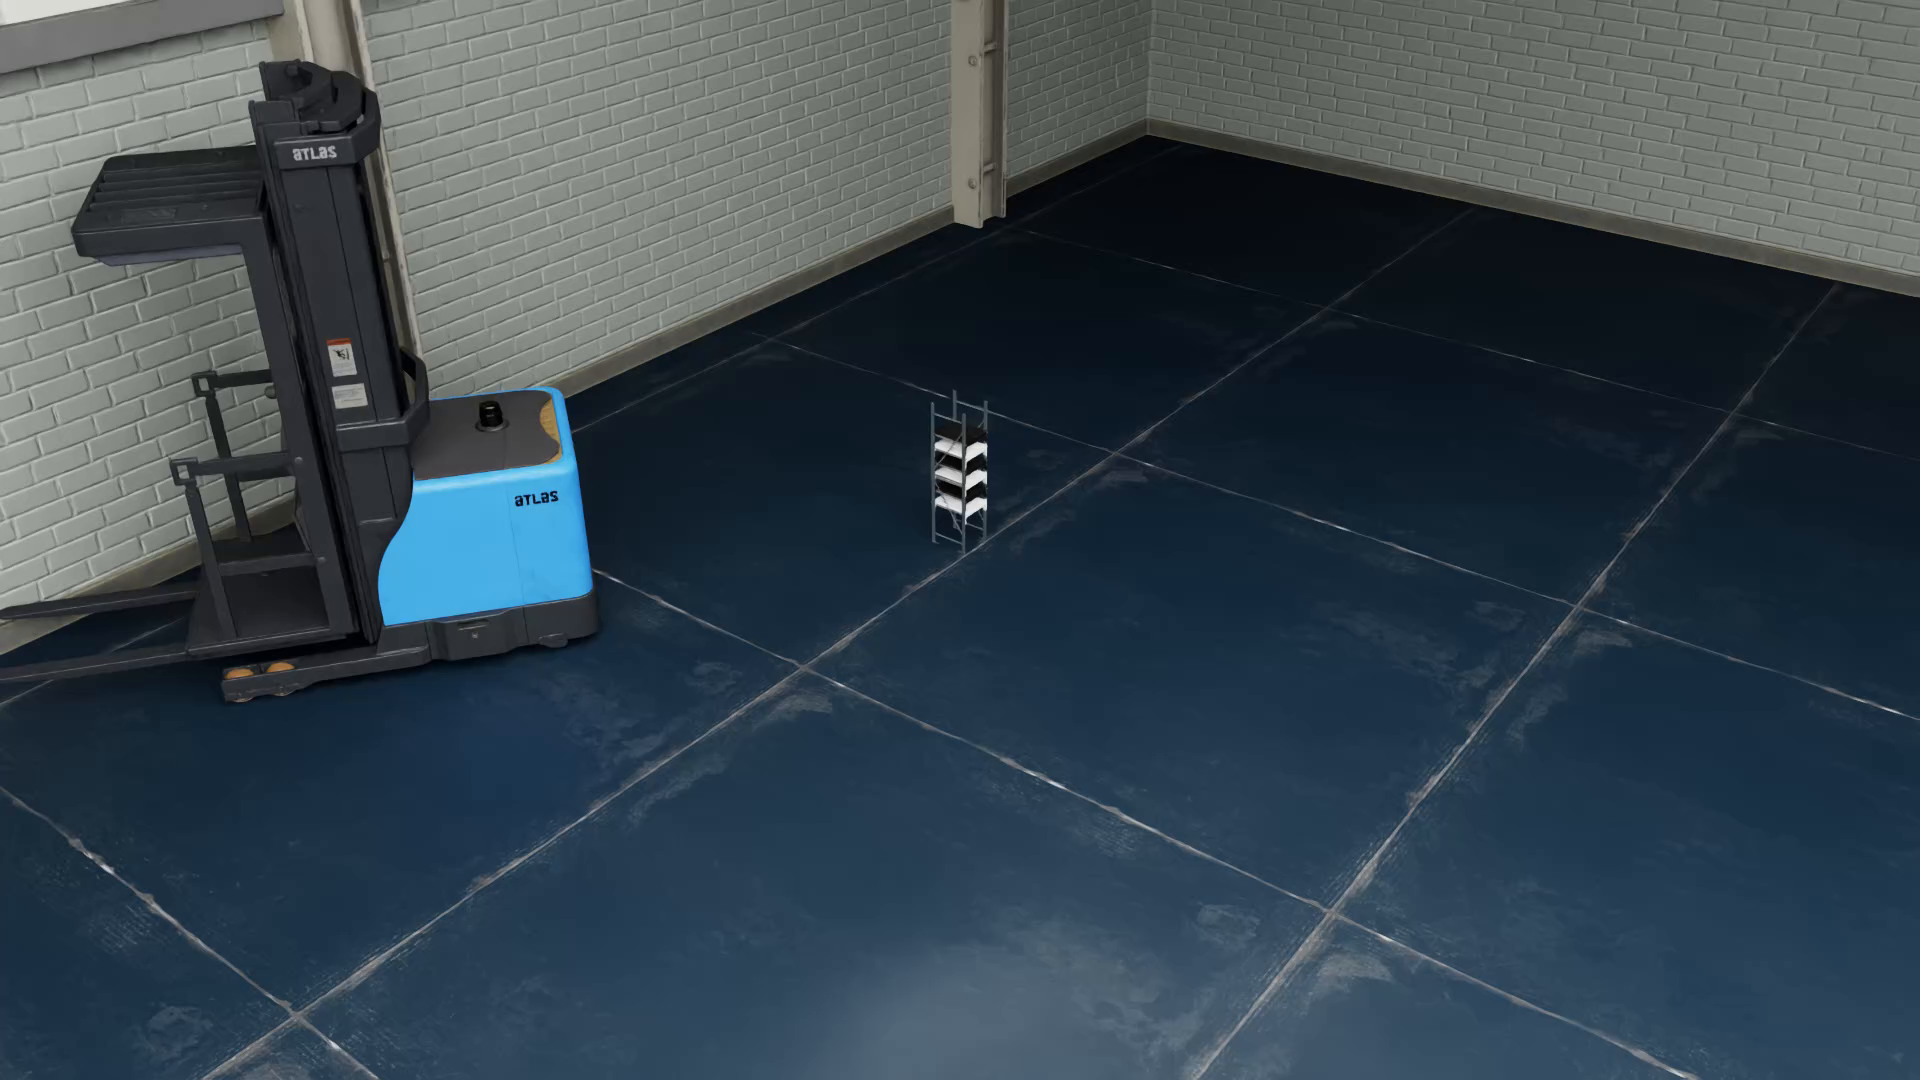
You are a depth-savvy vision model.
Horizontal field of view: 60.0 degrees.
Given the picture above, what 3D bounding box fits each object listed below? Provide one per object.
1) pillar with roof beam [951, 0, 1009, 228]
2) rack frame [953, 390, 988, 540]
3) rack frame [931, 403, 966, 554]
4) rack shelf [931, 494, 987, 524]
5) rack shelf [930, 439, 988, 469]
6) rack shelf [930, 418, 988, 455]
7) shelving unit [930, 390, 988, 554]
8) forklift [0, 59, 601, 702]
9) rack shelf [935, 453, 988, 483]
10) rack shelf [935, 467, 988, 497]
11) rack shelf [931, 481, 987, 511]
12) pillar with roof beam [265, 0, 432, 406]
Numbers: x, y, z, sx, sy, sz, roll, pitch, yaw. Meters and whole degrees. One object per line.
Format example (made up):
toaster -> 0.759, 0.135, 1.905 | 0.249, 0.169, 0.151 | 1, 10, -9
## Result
pillar with roof beam -> 3.596, -5.344, 9.940 | 9.100, 9.000, 0.400 | 21, 37, 31
rack frame -> 0.056, -0.425, 9.585 | 0.240, 0.900, 0.006 | 21, 37, 31
rack frame -> -0.066, -0.342, 9.445 | 0.240, 0.900, 0.006 | 21, 37, 31
rack shelf -> -0.005, -0.200, 9.624 | 0.258, 0.077, 0.200 | 21, 37, 31
rack shelf -> -0.005, -0.510, 9.440 | 0.258, 0.077, 0.200 | 21, 37, 31
rack shelf -> -0.005, -0.587, 9.394 | 0.258, 0.077, 0.200 | 21, 37, 31
shelving unit -> -0.005, -0.384, 9.515 | 0.258, 0.900, 0.210 | 21, 37, 31
forklift -> -3.487, -0.745, 8.132 | 3.031, 2.935, 1.130 | -8, 32, -14
rack shelf -> -0.005, -0.433, 9.486 | 0.258, 0.077, 0.200 | 21, 37, 31
rack shelf -> -0.005, -0.355, 9.532 | 0.258, 0.077, 0.200 | 21, 37, 31
rack shelf -> -0.005, -0.278, 9.578 | 0.258, 0.077, 0.200 | 21, 37, 31
pillar with roof beam -> -0.026, -2.905, 5.825 | 9.100, 9.000, 0.400 | 21, 37, 31
